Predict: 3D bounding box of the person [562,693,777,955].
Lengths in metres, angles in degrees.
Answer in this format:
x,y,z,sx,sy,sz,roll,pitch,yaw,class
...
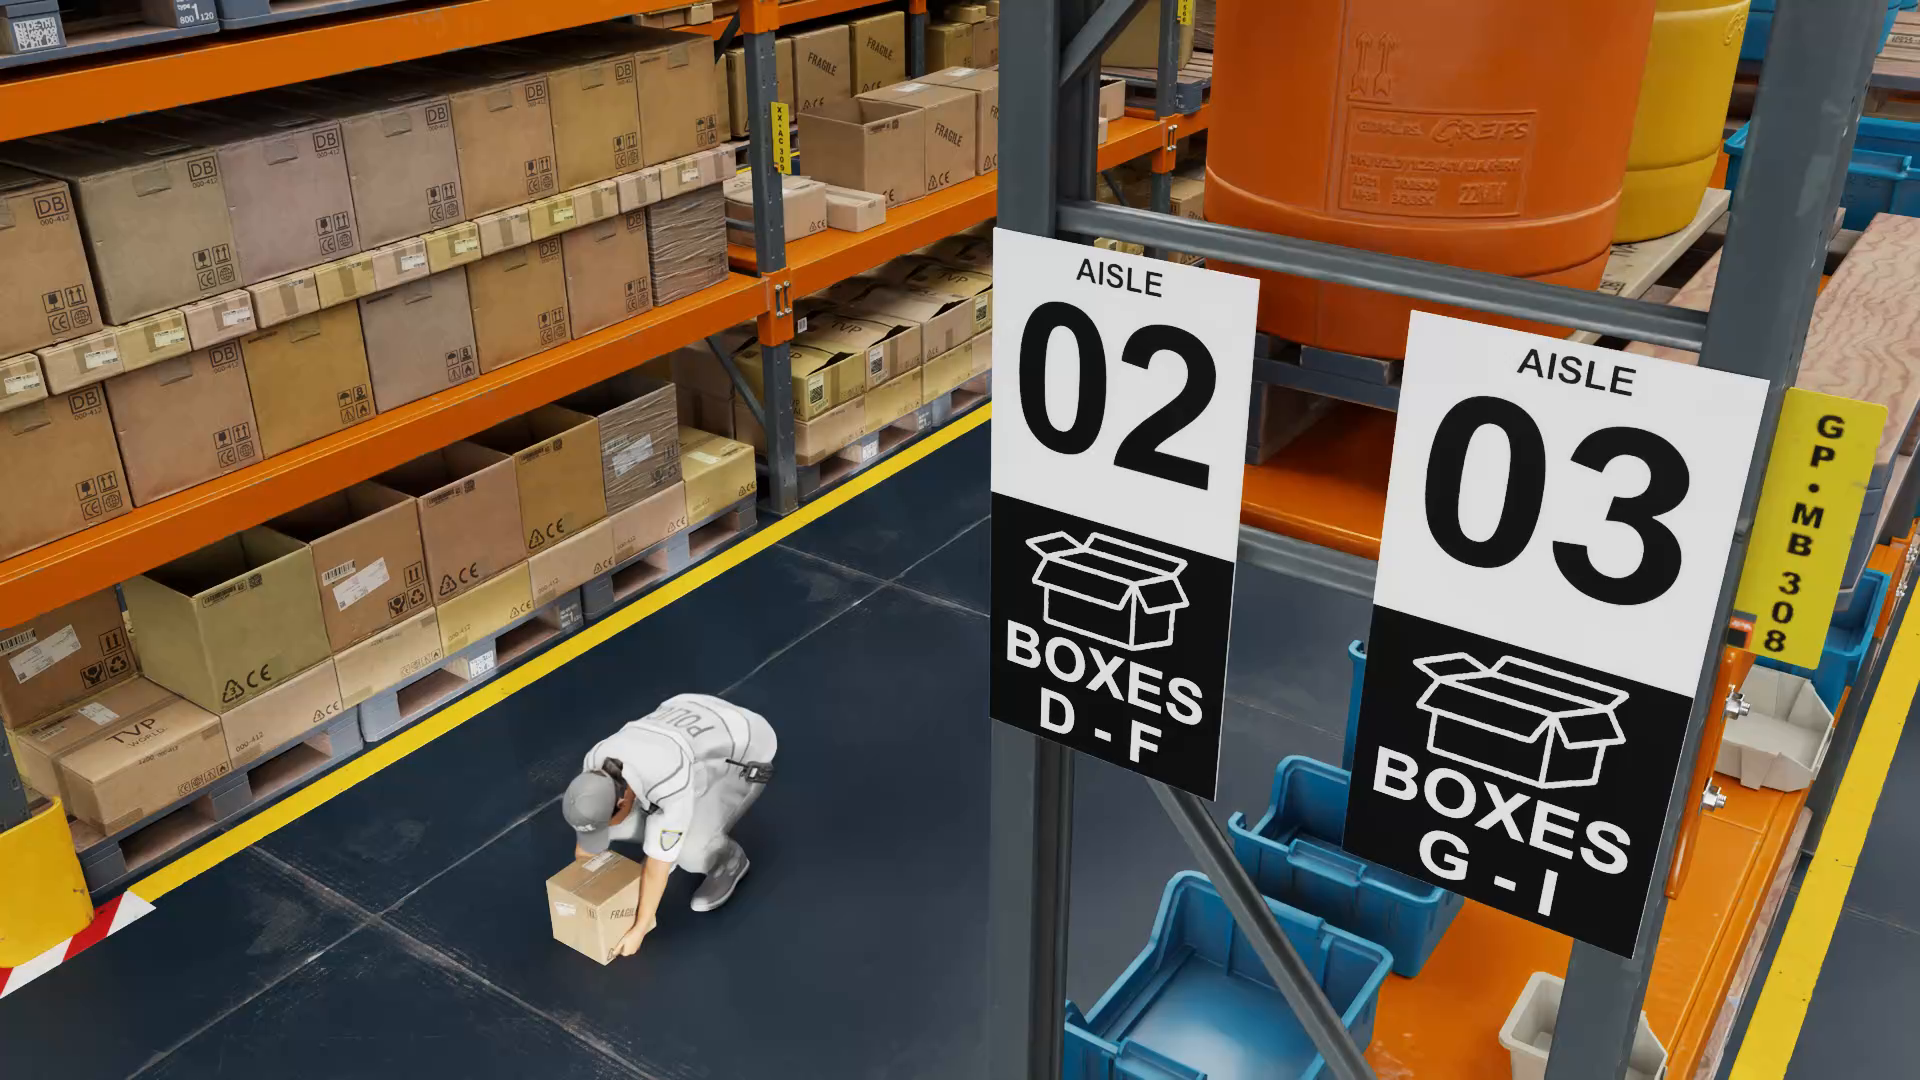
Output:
x,y,z,sx,sy,sz,roll,pitch,yaw,class
-1.020,0.954,5.814,0.494,0.775,0.917,16,31,29,person
